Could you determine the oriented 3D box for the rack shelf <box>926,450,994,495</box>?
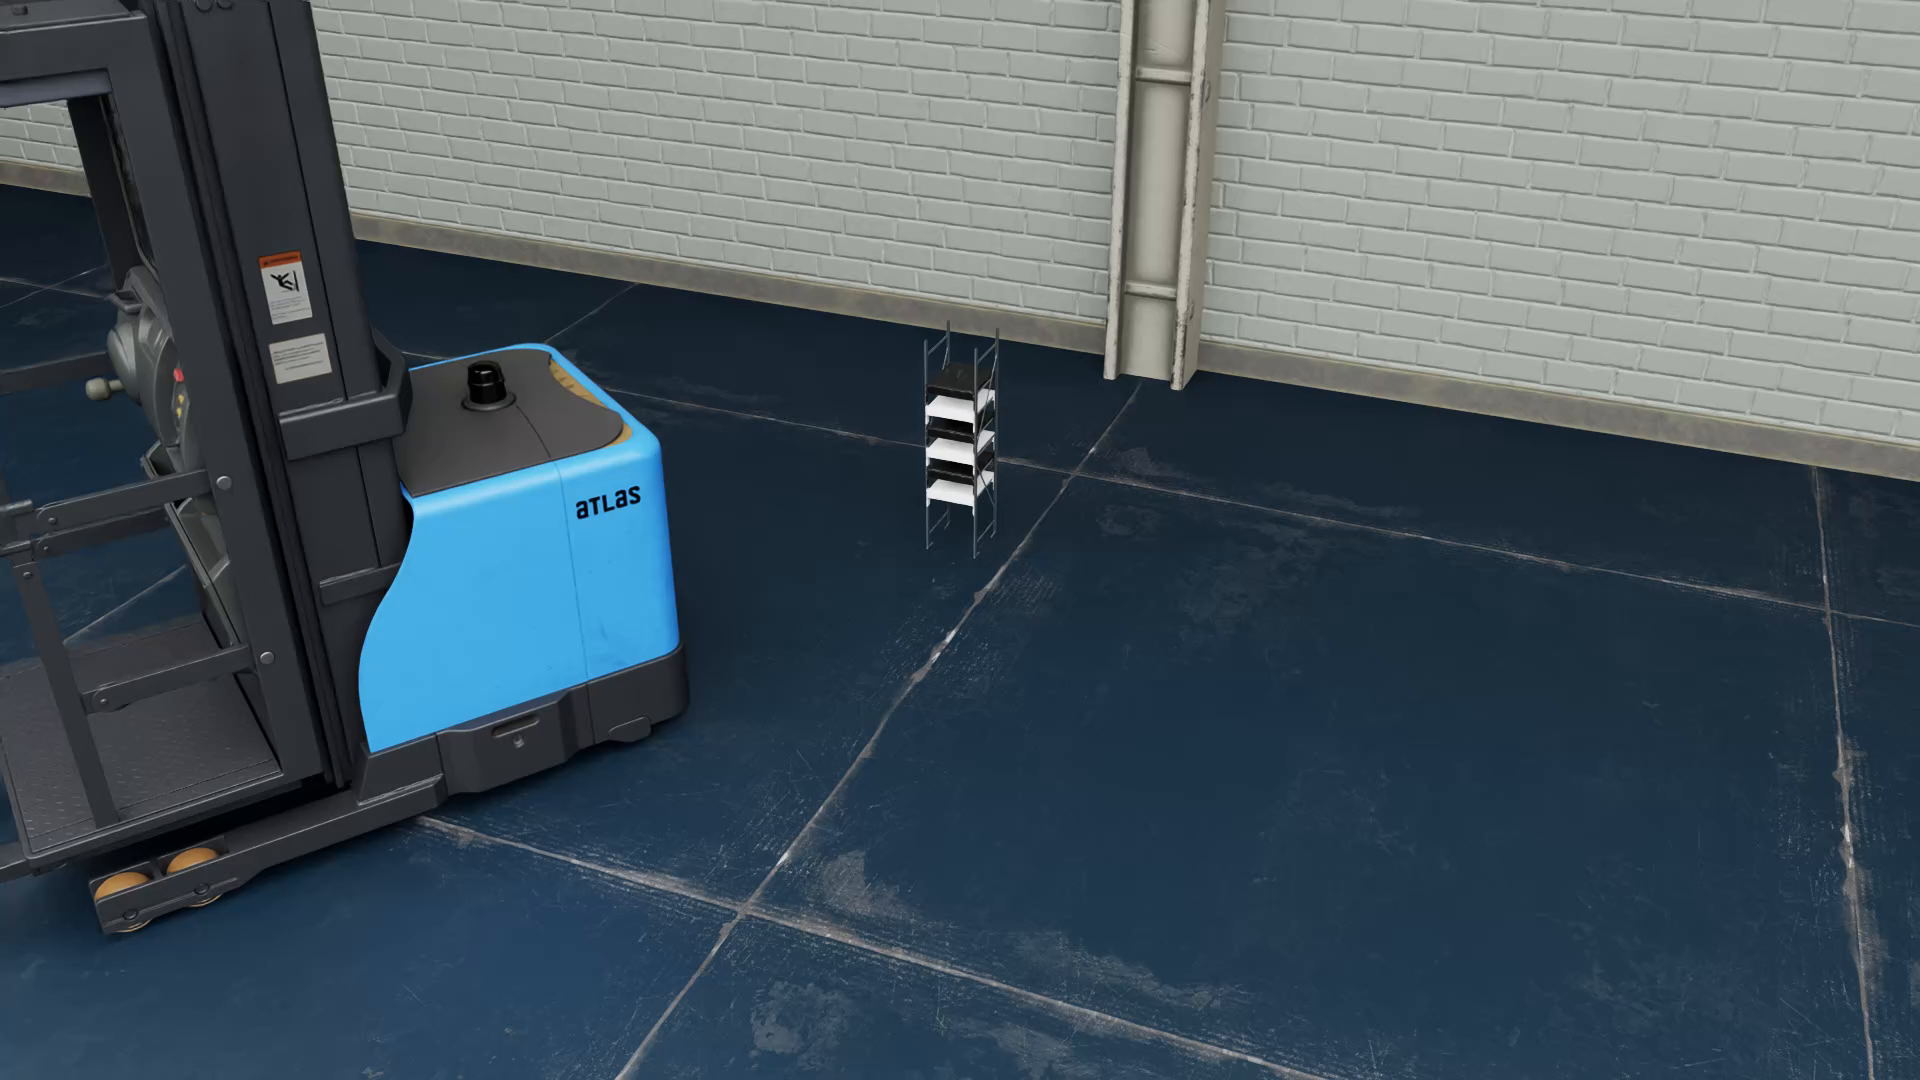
[{"bbox_3d":[0.008,-0.283,6.587,0.200,0.077,0.258,11,31,19],"label":"rack shelf"}]

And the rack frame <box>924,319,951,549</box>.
[{"bbox_3d":[-0.087,-0.409,6.559,0.006,0.900,0.240,11,31,19],"label":"rack frame"}]

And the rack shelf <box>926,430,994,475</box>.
[{"bbox_3d":[0.008,-0.361,6.542,0.200,0.077,0.258,11,31,19],"label":"rack shelf"}]

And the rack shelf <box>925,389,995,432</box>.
[{"bbox_3d":[0.008,-0.518,6.454,0.200,0.077,0.258,11,31,19],"label":"rack shelf"}]

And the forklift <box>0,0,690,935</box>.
[{"bbox_3d":[-2.426,-0.451,4.569,3.031,2.935,1.130,-18,34,-29],"label":"forklift"}]

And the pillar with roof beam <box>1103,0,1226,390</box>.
[{"bbox_3d":[-0.675,-2.783,2.528,0.400,9.000,9.100,11,31,19],"label":"pillar with roof beam"}]

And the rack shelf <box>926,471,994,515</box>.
[{"bbox_3d":[0.008,-0.205,6.631,0.200,0.077,0.258,11,31,19],"label":"rack shelf"}]

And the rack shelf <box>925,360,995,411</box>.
[{"bbox_3d":[0.008,-0.596,6.409,0.200,0.077,0.258,11,31,19],"label":"rack shelf"}]

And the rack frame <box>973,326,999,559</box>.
[{"bbox_3d":[0.102,-0.371,6.493,0.006,0.900,0.240,11,31,19],"label":"rack frame"}]

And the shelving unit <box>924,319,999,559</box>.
[{"bbox_3d":[0.008,-0.390,6.526,0.210,0.900,0.258,11,31,19],"label":"shelving unit"}]

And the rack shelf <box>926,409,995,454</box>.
[{"bbox_3d":[0.008,-0.440,6.498,0.200,0.077,0.258,11,31,19],"label":"rack shelf"}]
